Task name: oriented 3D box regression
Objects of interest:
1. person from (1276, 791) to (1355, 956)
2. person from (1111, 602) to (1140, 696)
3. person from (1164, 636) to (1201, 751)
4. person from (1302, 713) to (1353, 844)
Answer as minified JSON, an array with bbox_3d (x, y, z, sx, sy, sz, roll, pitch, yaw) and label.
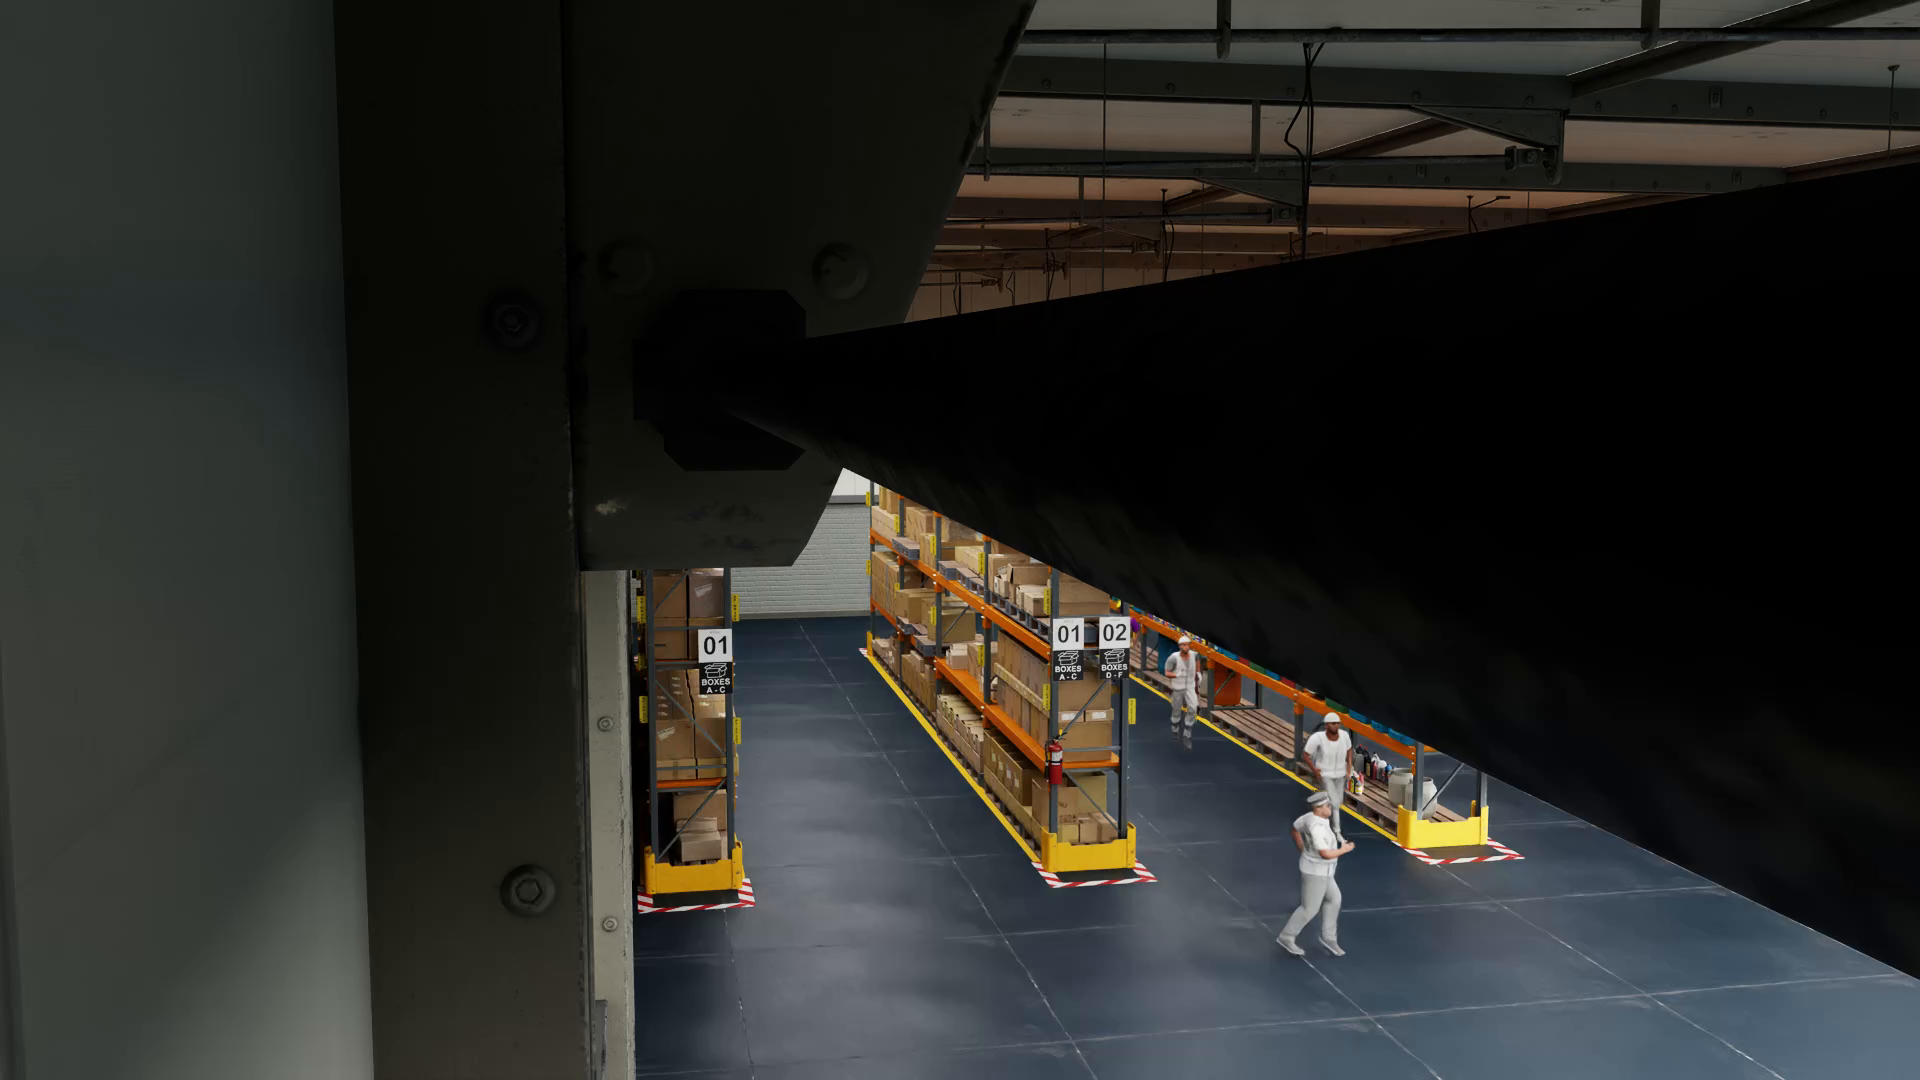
[{"bbox_3d":[3.809,3.595,17.814,0.810,1.857,0.678,1,6,9],"label":"person"},{"bbox_3d":[2.975,2.006,30.591,0.709,1.769,0.547,-1,6,-5],"label":"person"},{"bbox_3d":[3.599,2.432,26.851,0.693,1.818,0.854,-1,6,-11],"label":"person"},{"bbox_3d":[4.953,3.154,22.384,0.714,1.735,0.814,-2,6,-16],"label":"person"}]
